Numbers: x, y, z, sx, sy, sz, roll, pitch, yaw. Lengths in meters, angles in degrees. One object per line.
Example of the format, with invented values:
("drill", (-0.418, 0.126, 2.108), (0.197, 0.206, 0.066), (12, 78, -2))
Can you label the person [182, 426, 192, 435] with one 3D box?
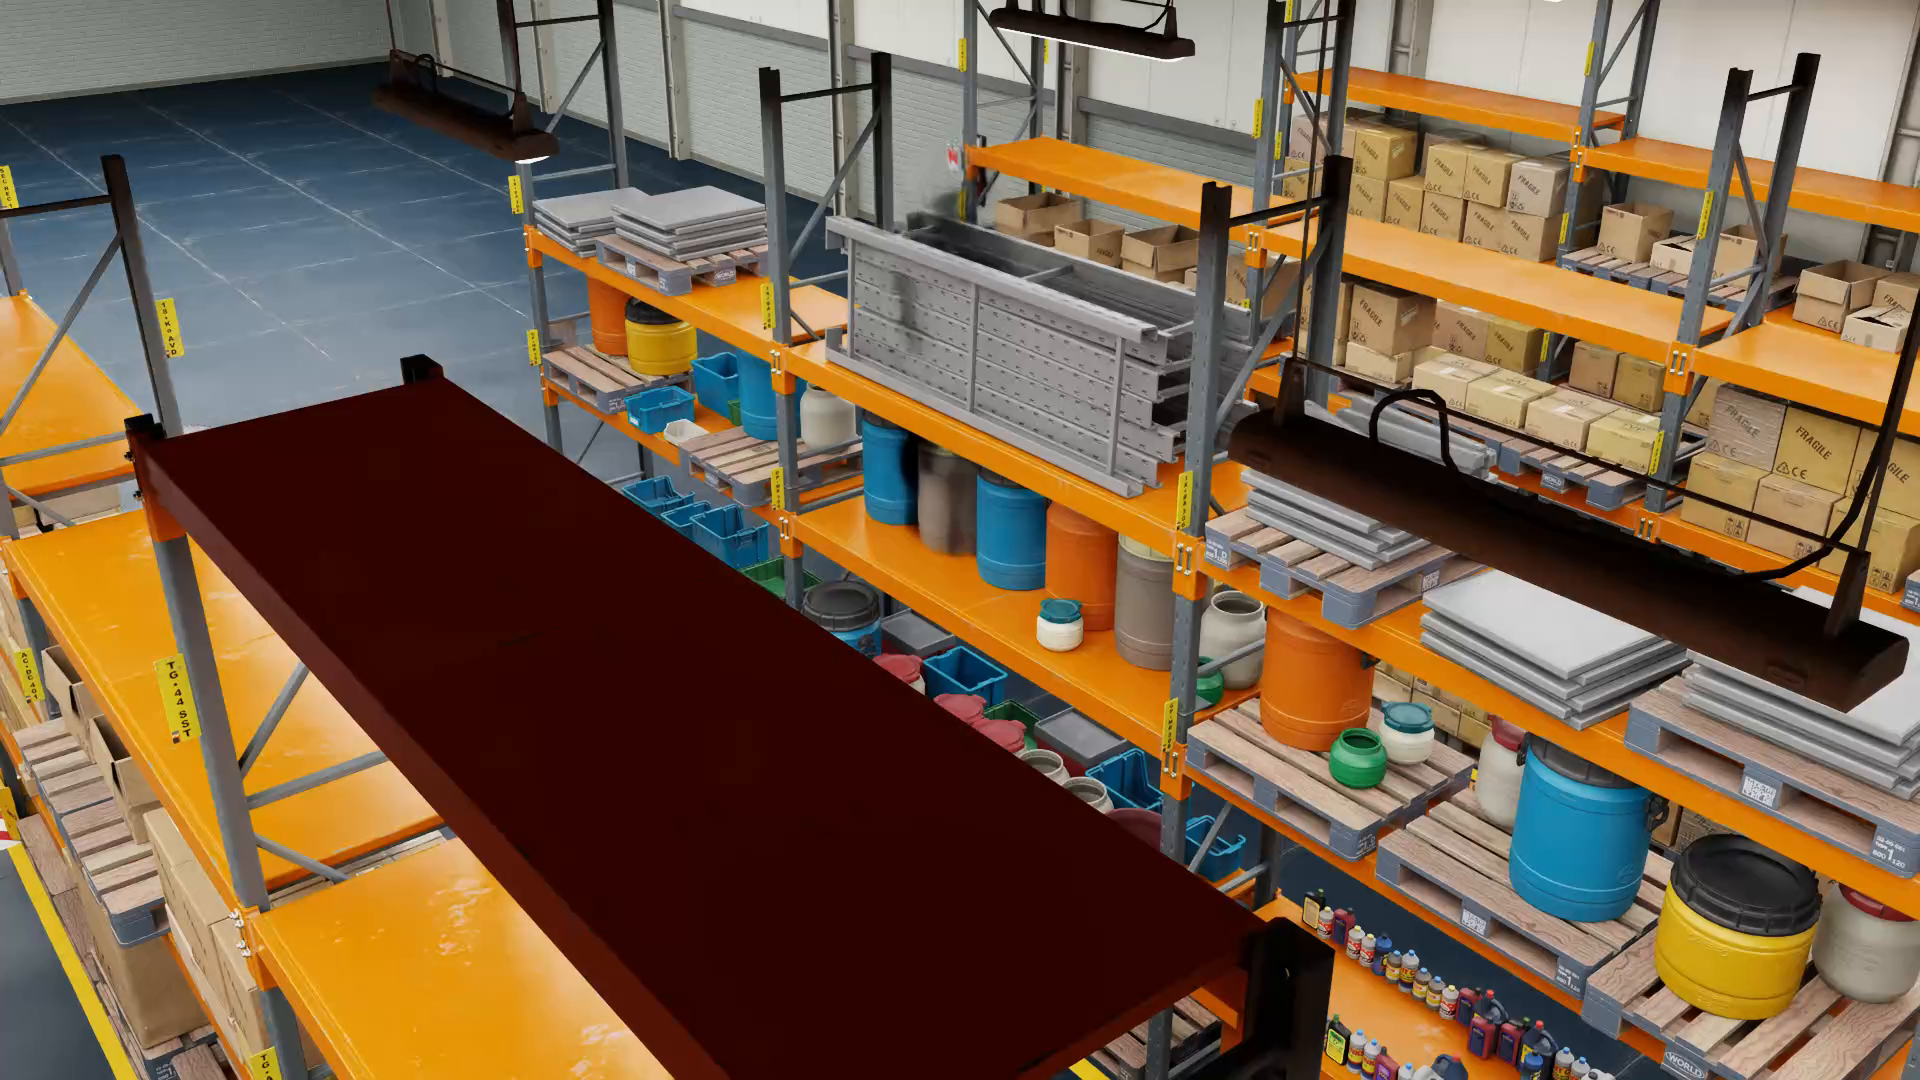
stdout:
("person", (-7.749, -0.305, 16.792), (0.828, 1.819, 0.639), (-5, 26, -10))
